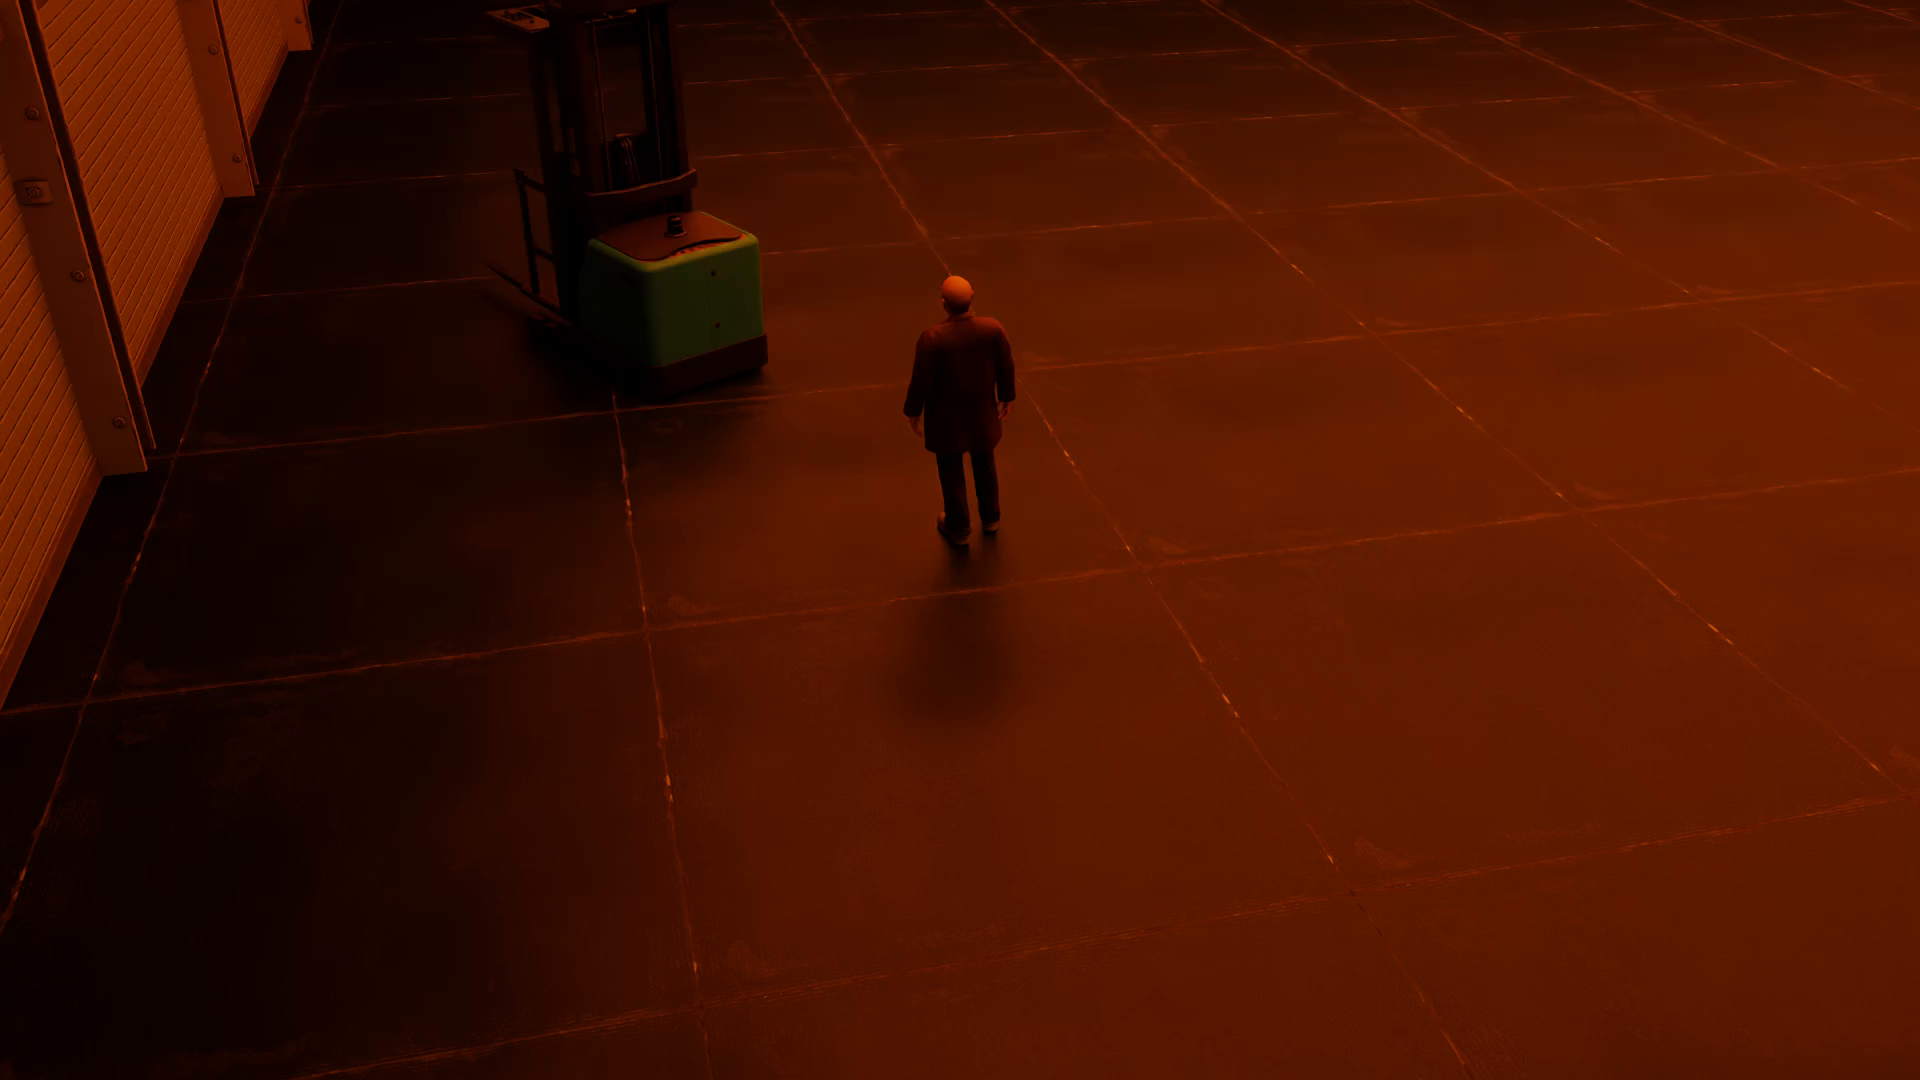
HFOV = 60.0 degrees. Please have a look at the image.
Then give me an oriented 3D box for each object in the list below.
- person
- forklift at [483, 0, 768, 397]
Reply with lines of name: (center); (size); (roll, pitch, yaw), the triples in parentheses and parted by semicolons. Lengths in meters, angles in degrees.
person: (-0.018, -0.821, 10.129); (0.698, 1.778, 0.579); (-7, 31, -12)
forklift: (-2.806, -2.975, 12.714); (1.130, 2.935, 3.031); (-23, 37, -34)
